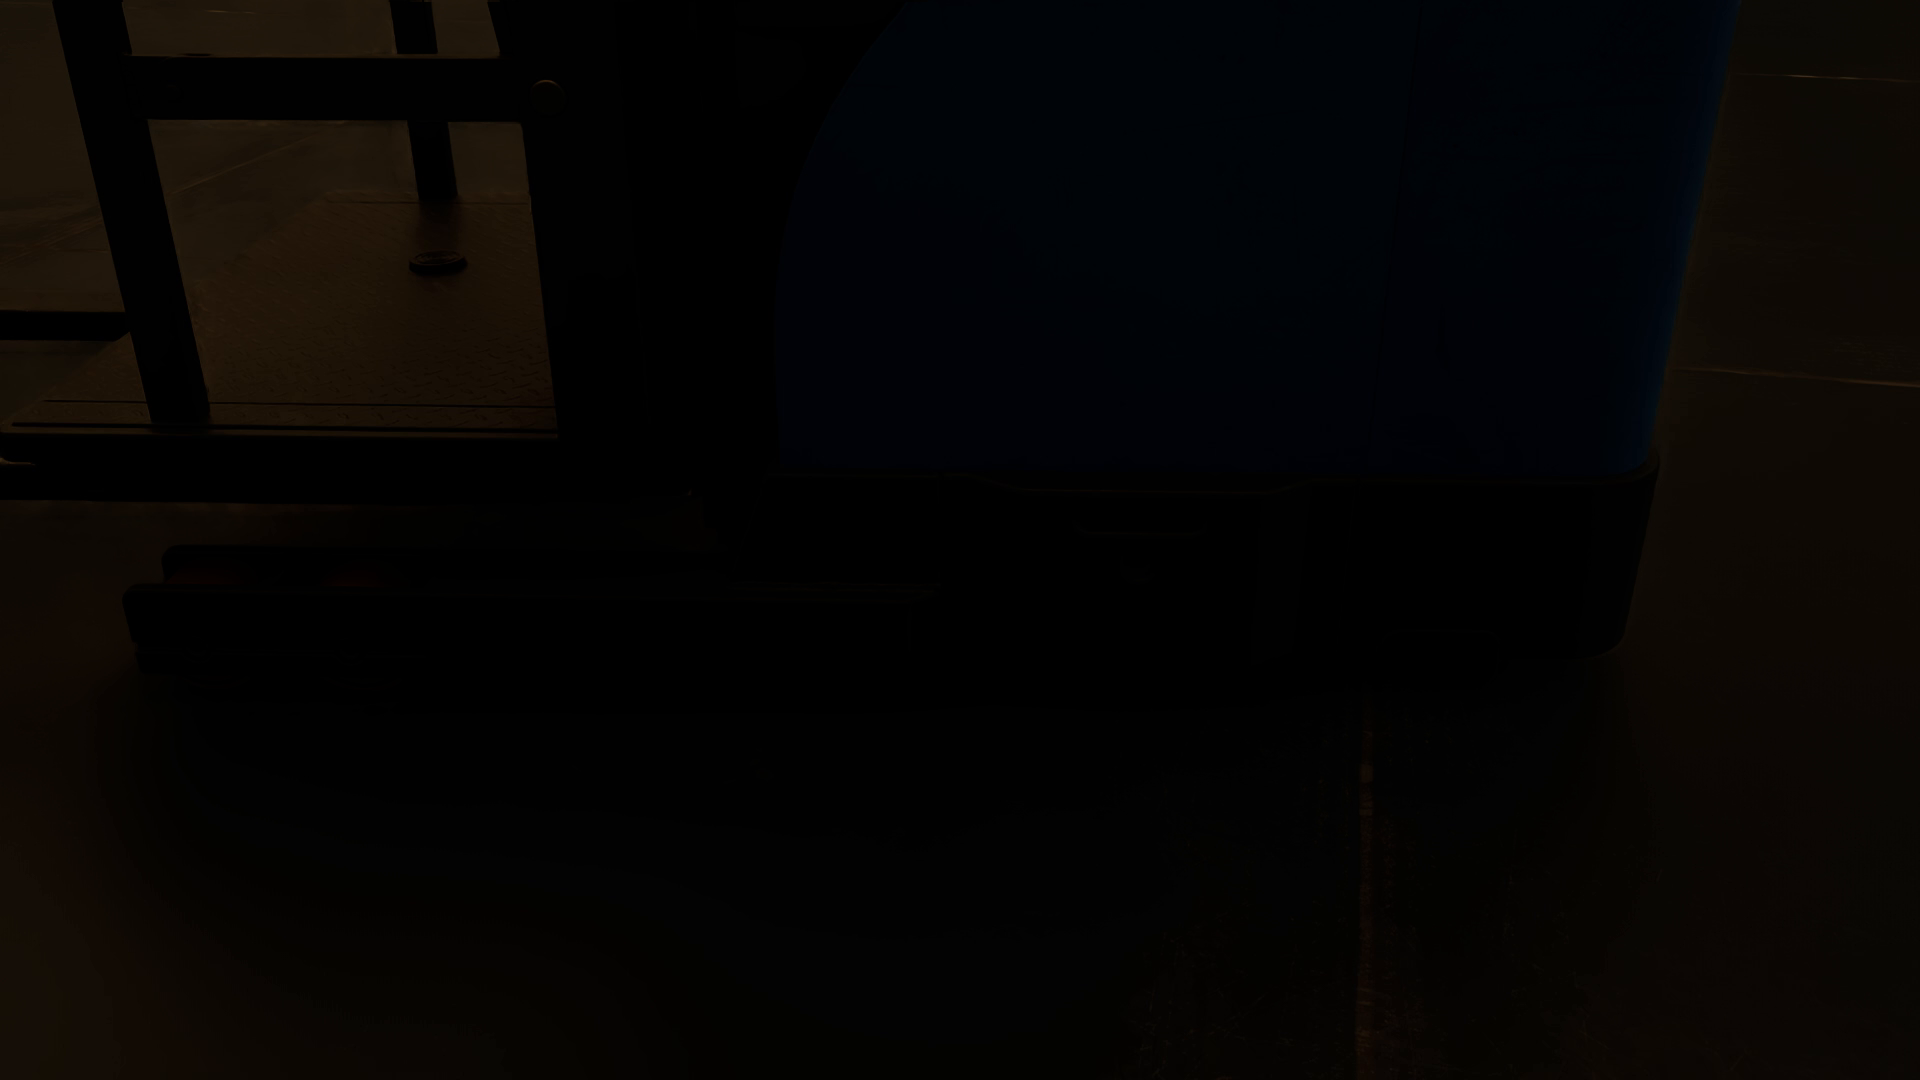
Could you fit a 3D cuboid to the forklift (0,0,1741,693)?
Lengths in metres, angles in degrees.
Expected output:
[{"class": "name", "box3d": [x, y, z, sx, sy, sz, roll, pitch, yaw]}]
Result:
[{"class": "forklift", "box3d": [-0.651, -1.352, 1.927, 3.031, 2.935, 1.130, 1, 27, 2]}]
